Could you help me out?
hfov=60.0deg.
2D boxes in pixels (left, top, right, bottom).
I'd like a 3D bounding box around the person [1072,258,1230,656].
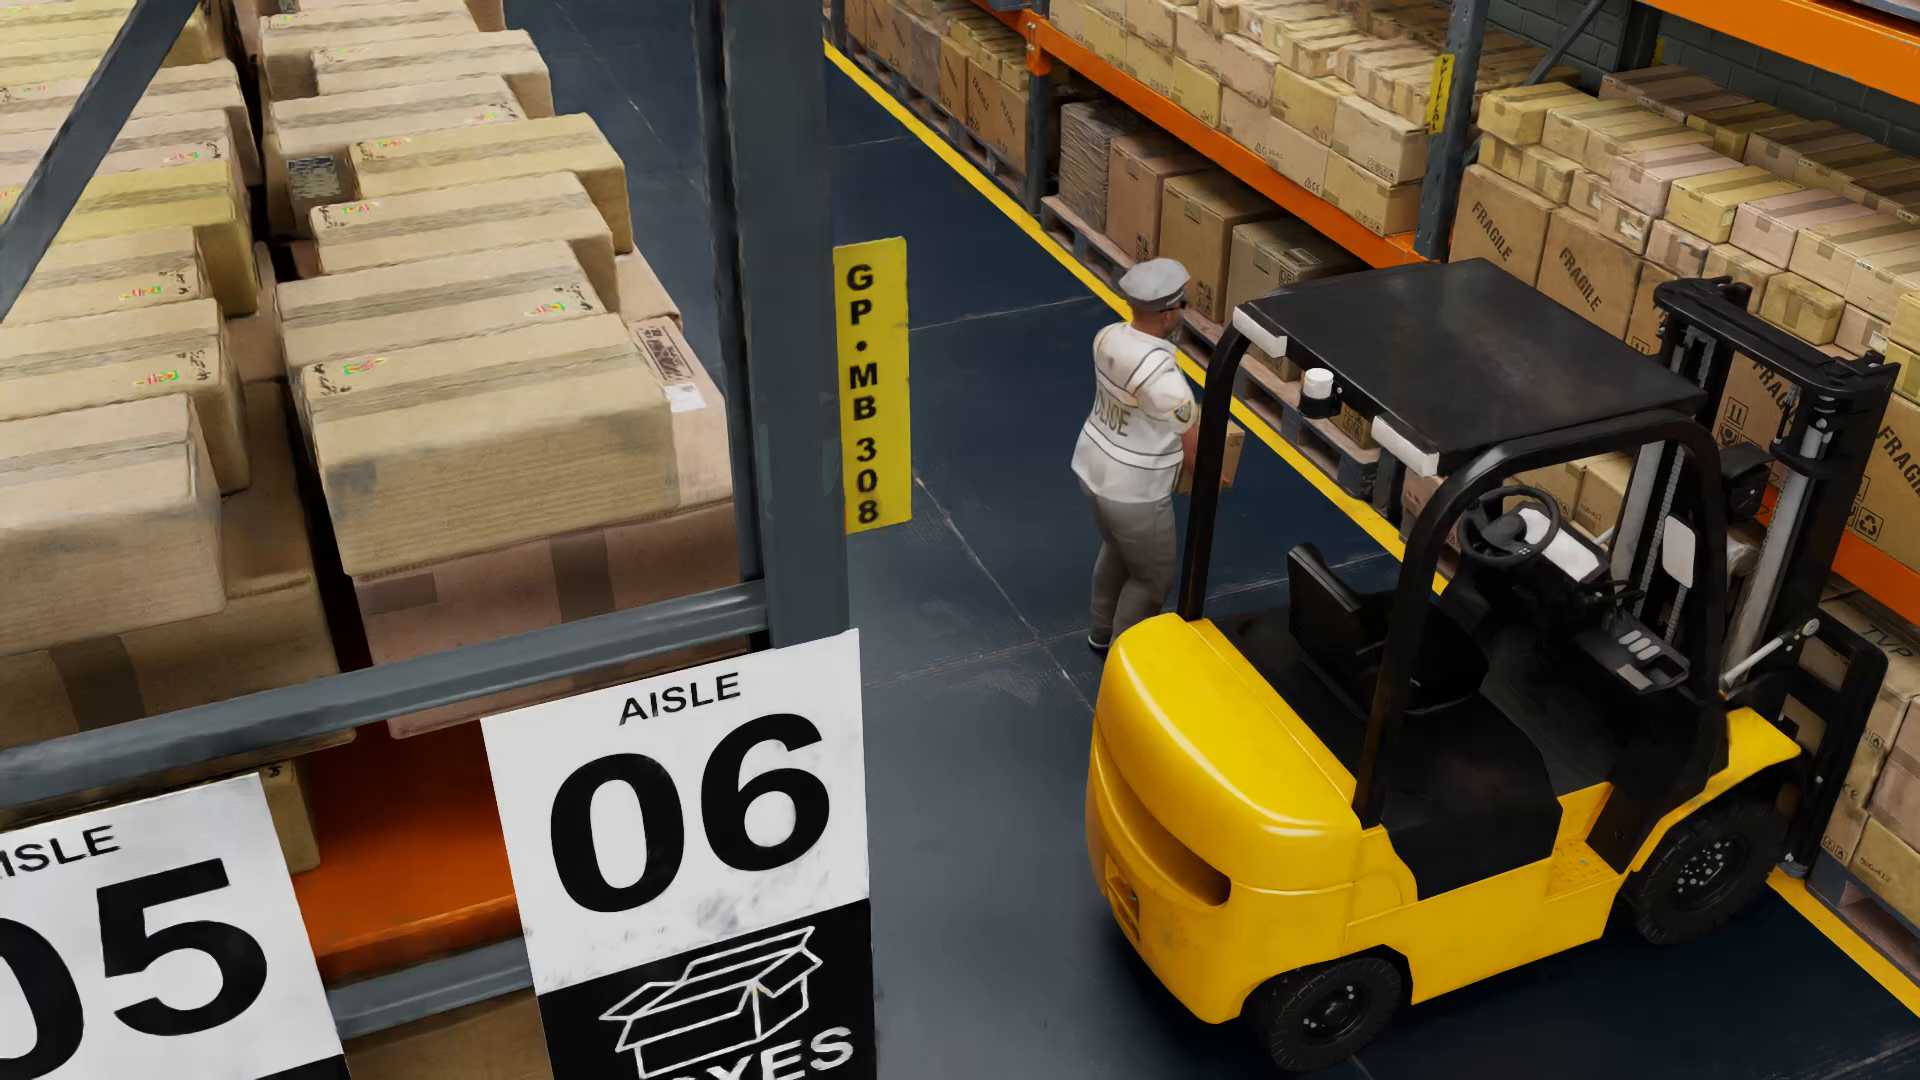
[{"bbox_3d":[0.735,-0.263,6.536,0.580,1.759,0.489,-14,36,-20],"label":"person"}]
